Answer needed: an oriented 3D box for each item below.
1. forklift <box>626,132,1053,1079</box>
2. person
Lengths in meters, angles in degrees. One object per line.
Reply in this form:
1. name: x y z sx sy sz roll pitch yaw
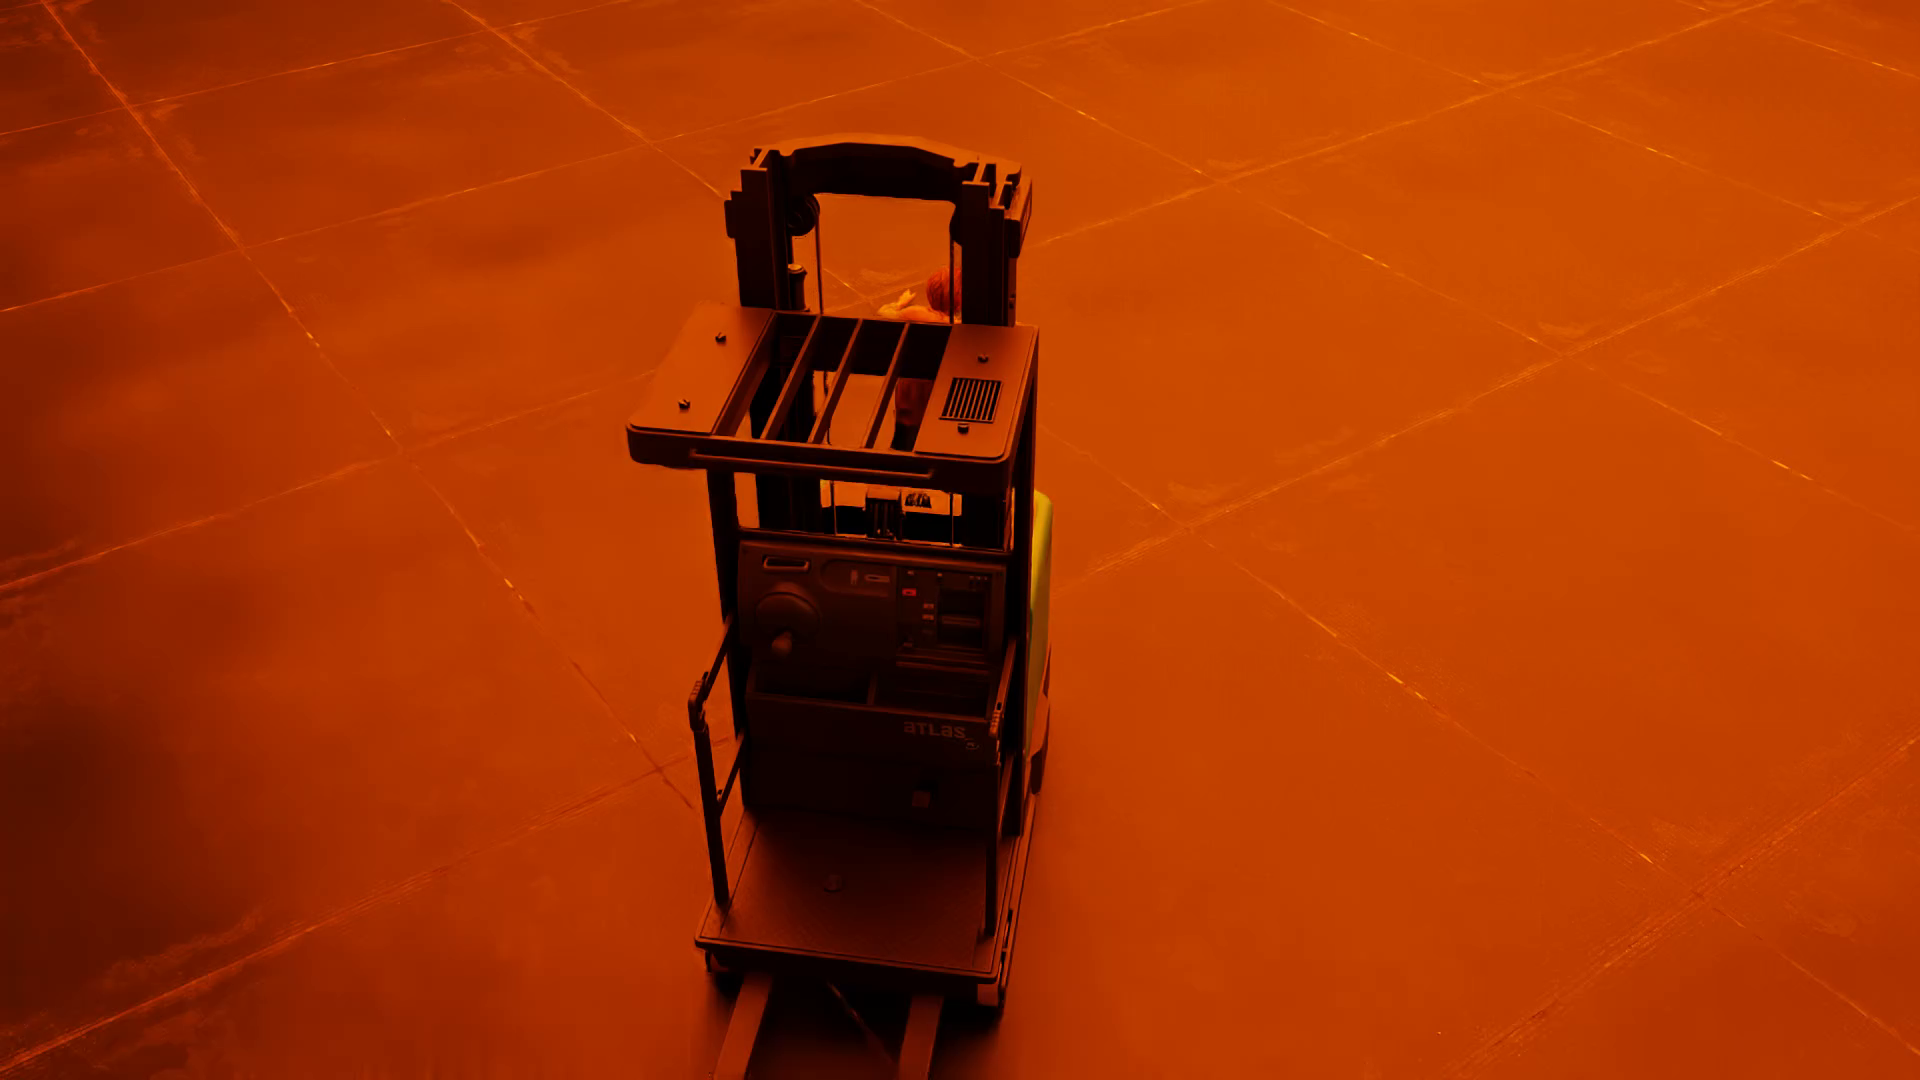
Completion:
1. forklift: -0.338 0.299 5.541 1.130 2.935 3.031 5 37 7
2. person: -0.032 -0.774 8.306 0.914 1.366 0.662 22 42 27
